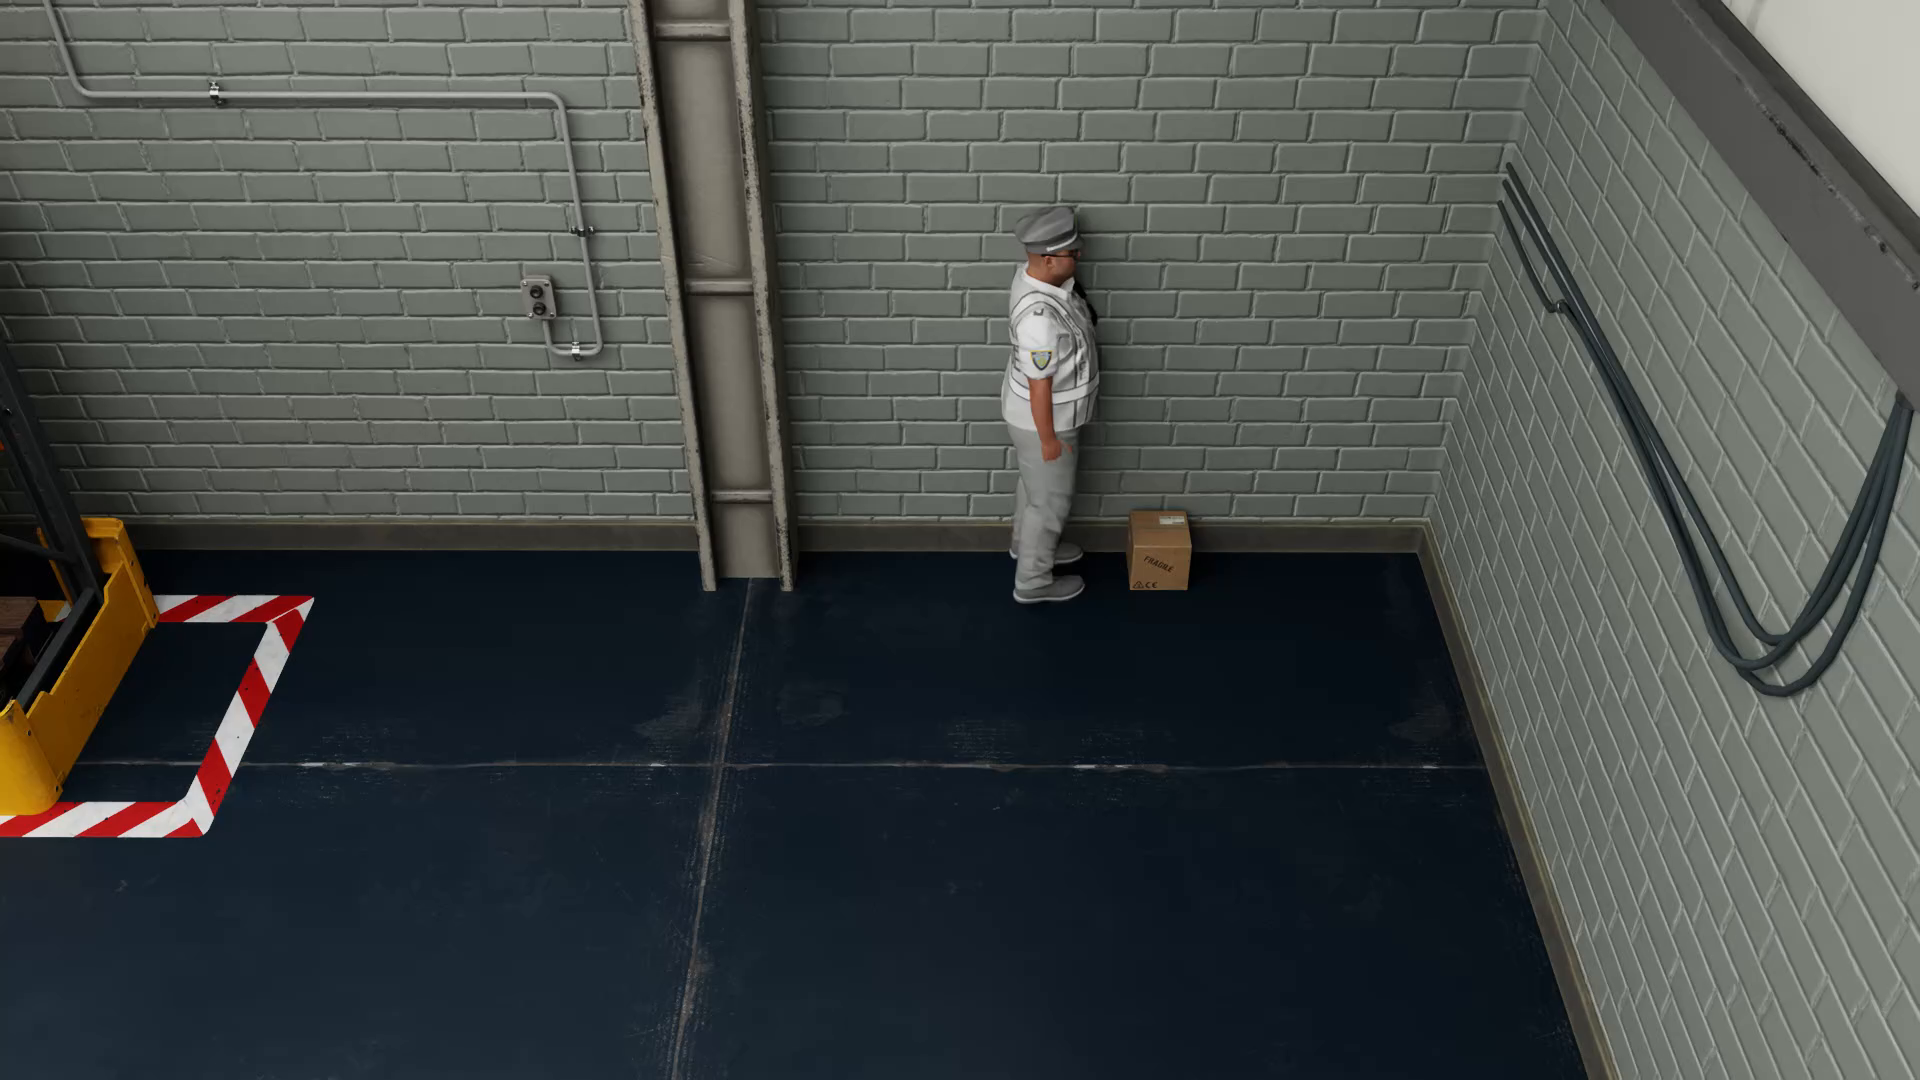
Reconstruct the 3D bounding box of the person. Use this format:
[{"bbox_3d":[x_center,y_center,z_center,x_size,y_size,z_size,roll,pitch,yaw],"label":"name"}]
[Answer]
[{"bbox_3d":[0.365,-0.549,6.813,0.394,1.768,0.532,1,39,1],"label":"person"}]
